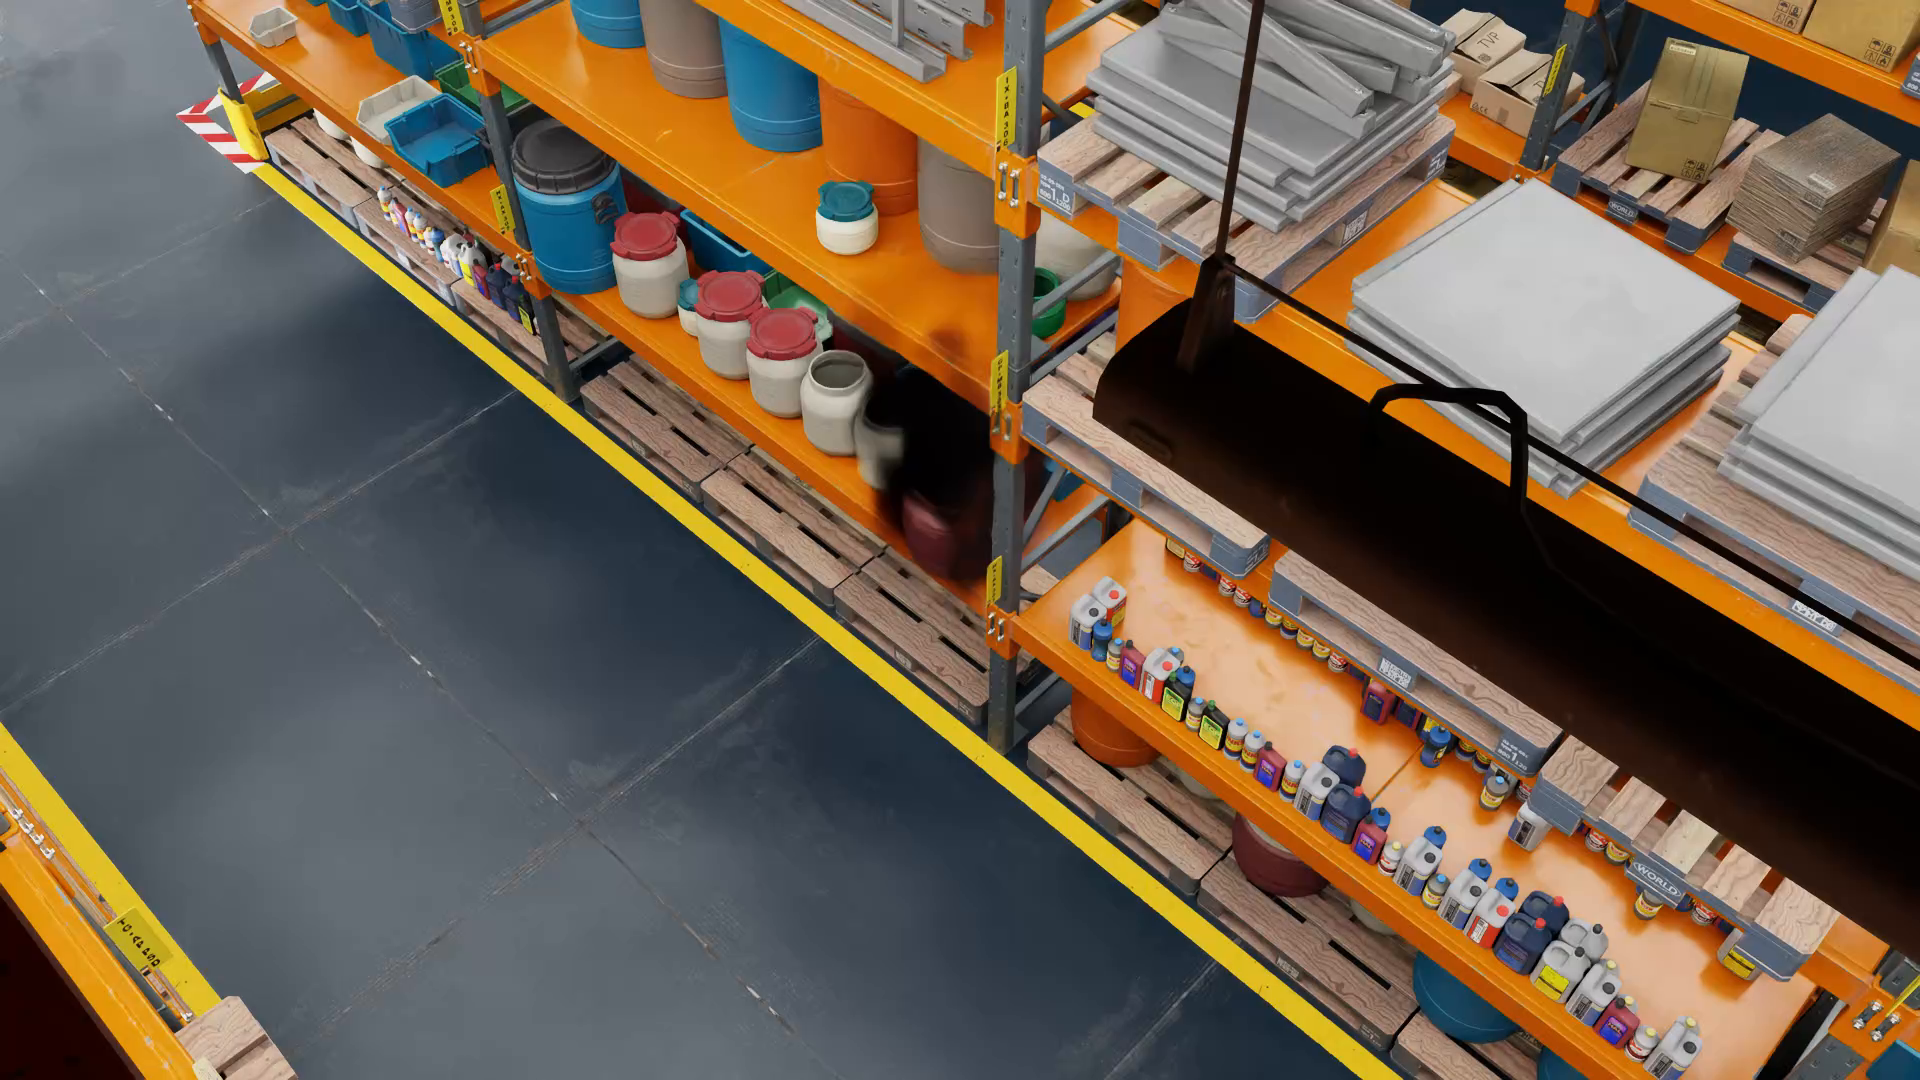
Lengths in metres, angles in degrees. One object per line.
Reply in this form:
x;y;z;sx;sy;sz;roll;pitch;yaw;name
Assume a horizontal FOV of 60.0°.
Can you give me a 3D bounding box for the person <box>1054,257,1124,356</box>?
0.765;-1.407;10.157;0.500;1.615;0.615;36;59;26;person
